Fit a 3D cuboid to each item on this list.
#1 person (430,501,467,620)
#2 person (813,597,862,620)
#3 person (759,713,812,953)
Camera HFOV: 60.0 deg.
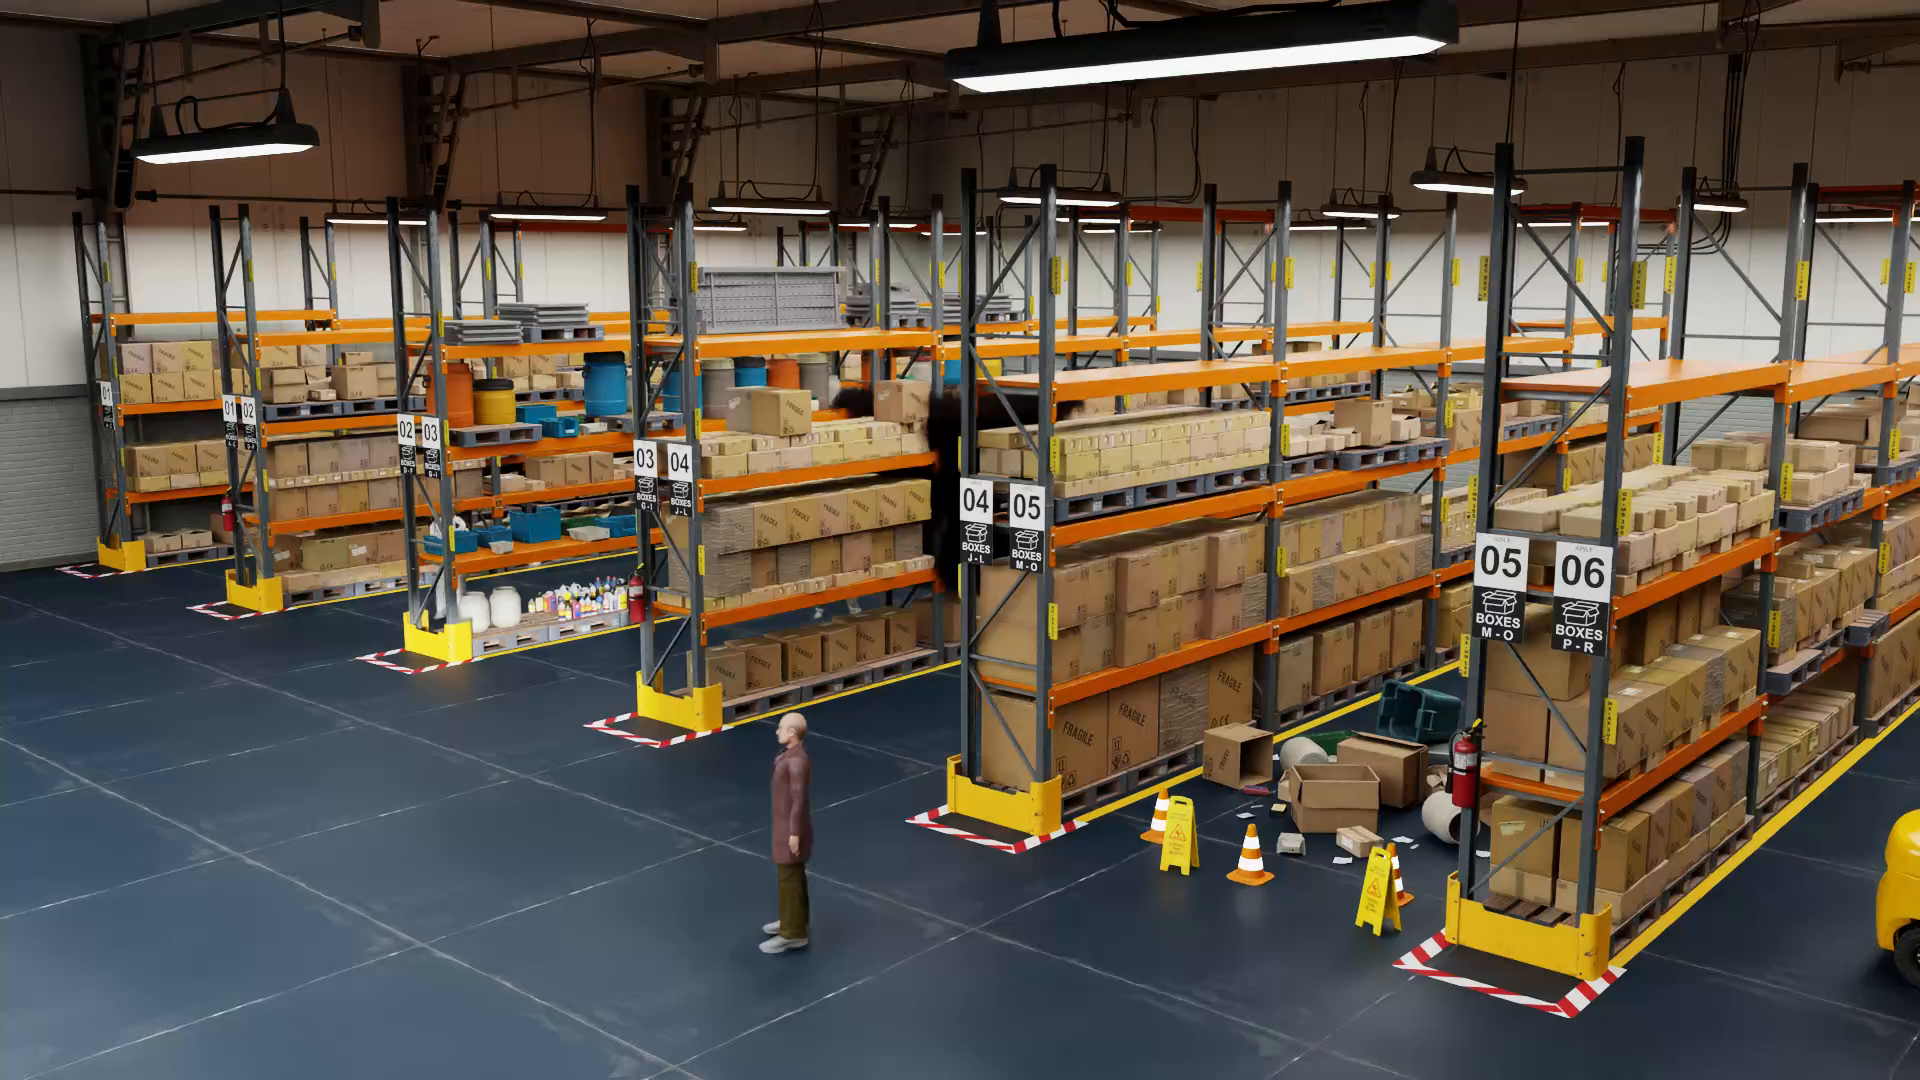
[{"bbox_3d":[-7.463,0.297,24.376,0.589,1.797,0.401,-2,10,-10],"label":"person"},{"bbox_3d":[-1.670,0.240,22.699,0.706,1.771,0.625,-4,10,-25],"label":"person"},{"bbox_3d":[-1.338,2.203,12.708,0.414,1.802,0.625,-1,10,-5],"label":"person"}]
